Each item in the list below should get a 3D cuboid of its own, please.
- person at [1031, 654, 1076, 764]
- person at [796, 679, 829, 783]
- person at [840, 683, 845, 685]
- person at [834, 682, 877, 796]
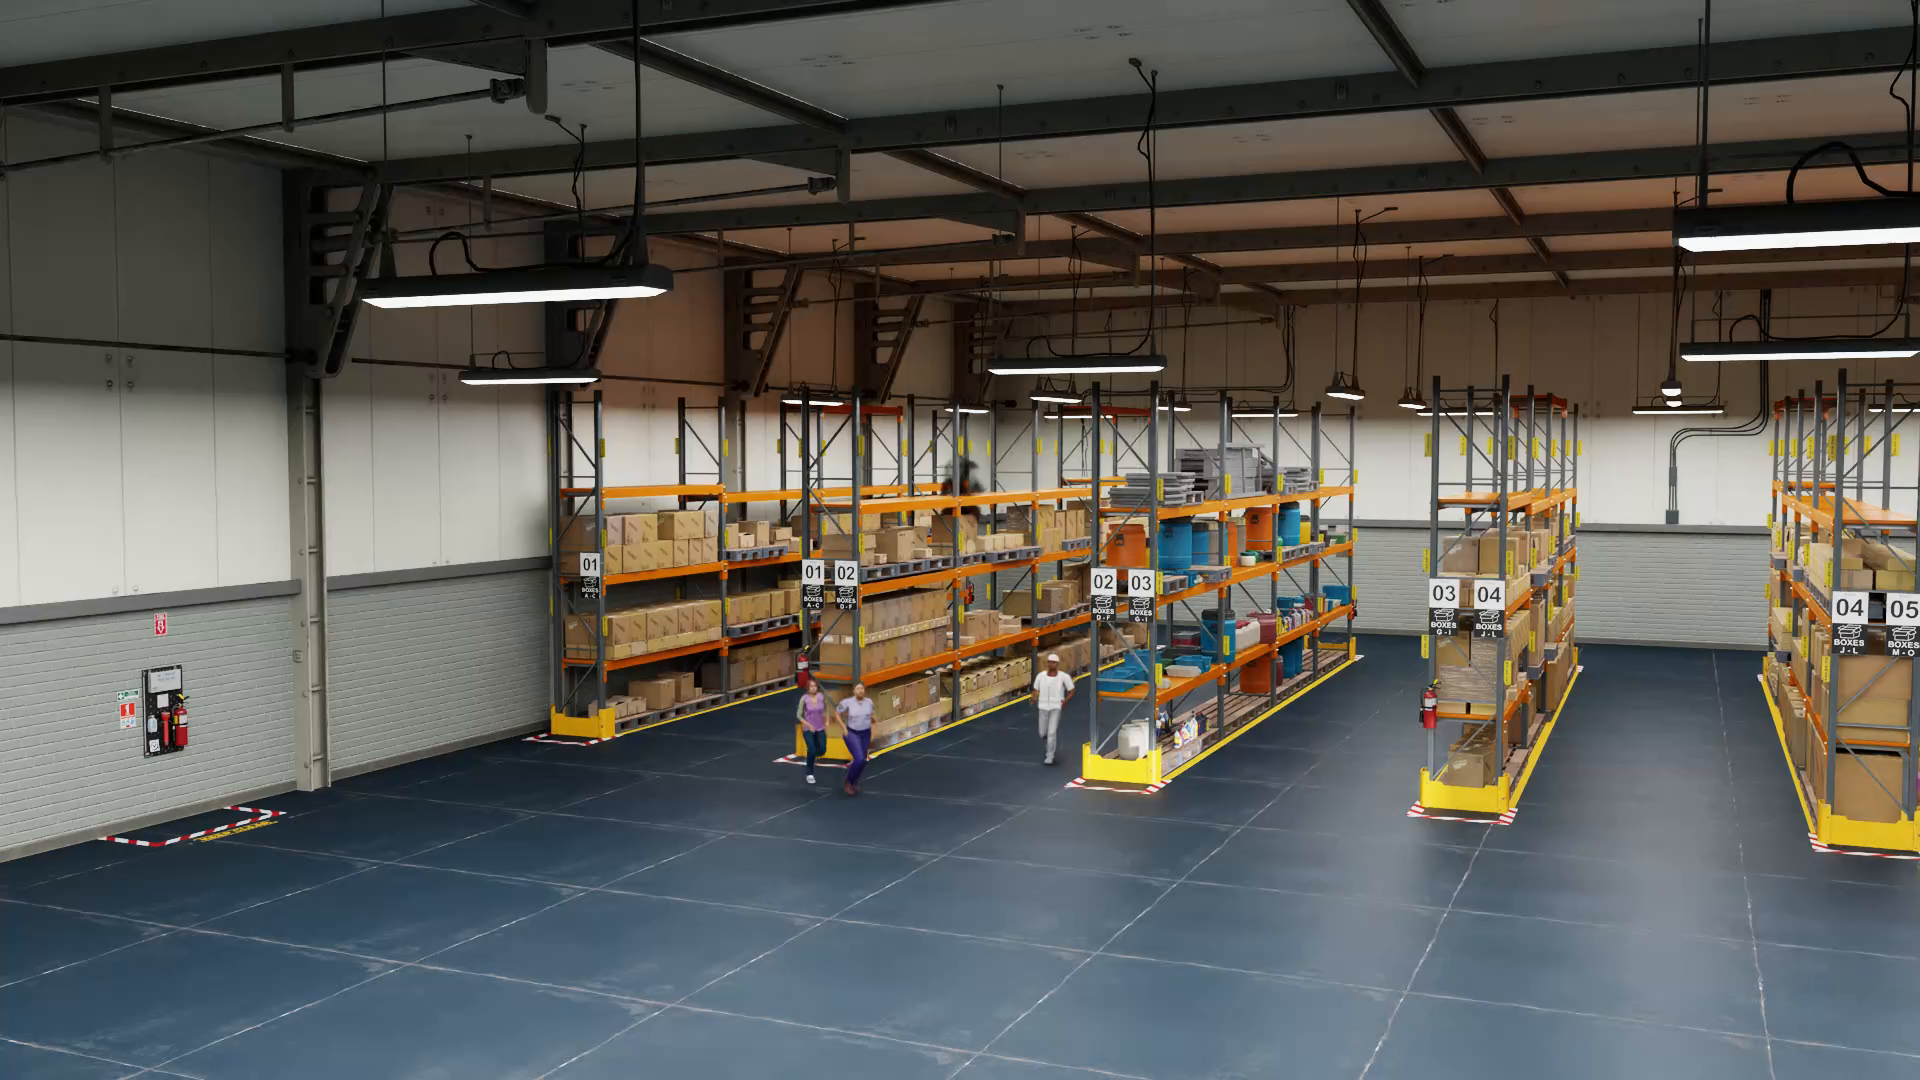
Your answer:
[{"bbox_3d":[1.465,2.678,26.485,0.695,1.714,0.737,1,3,18],"label":"person"},{"bbox_3d":[-2.193,2.858,24.937,0.562,1.564,0.608,-1,3,-24],"label":"person"},{"bbox_3d":[-2.107,2.424,31.718,0.608,1.656,0.540,0,3,9],"label":"person"},{"bbox_3d":[-1.450,2.871,24.028,0.578,1.655,0.658,-2,4,-34],"label":"person"}]
